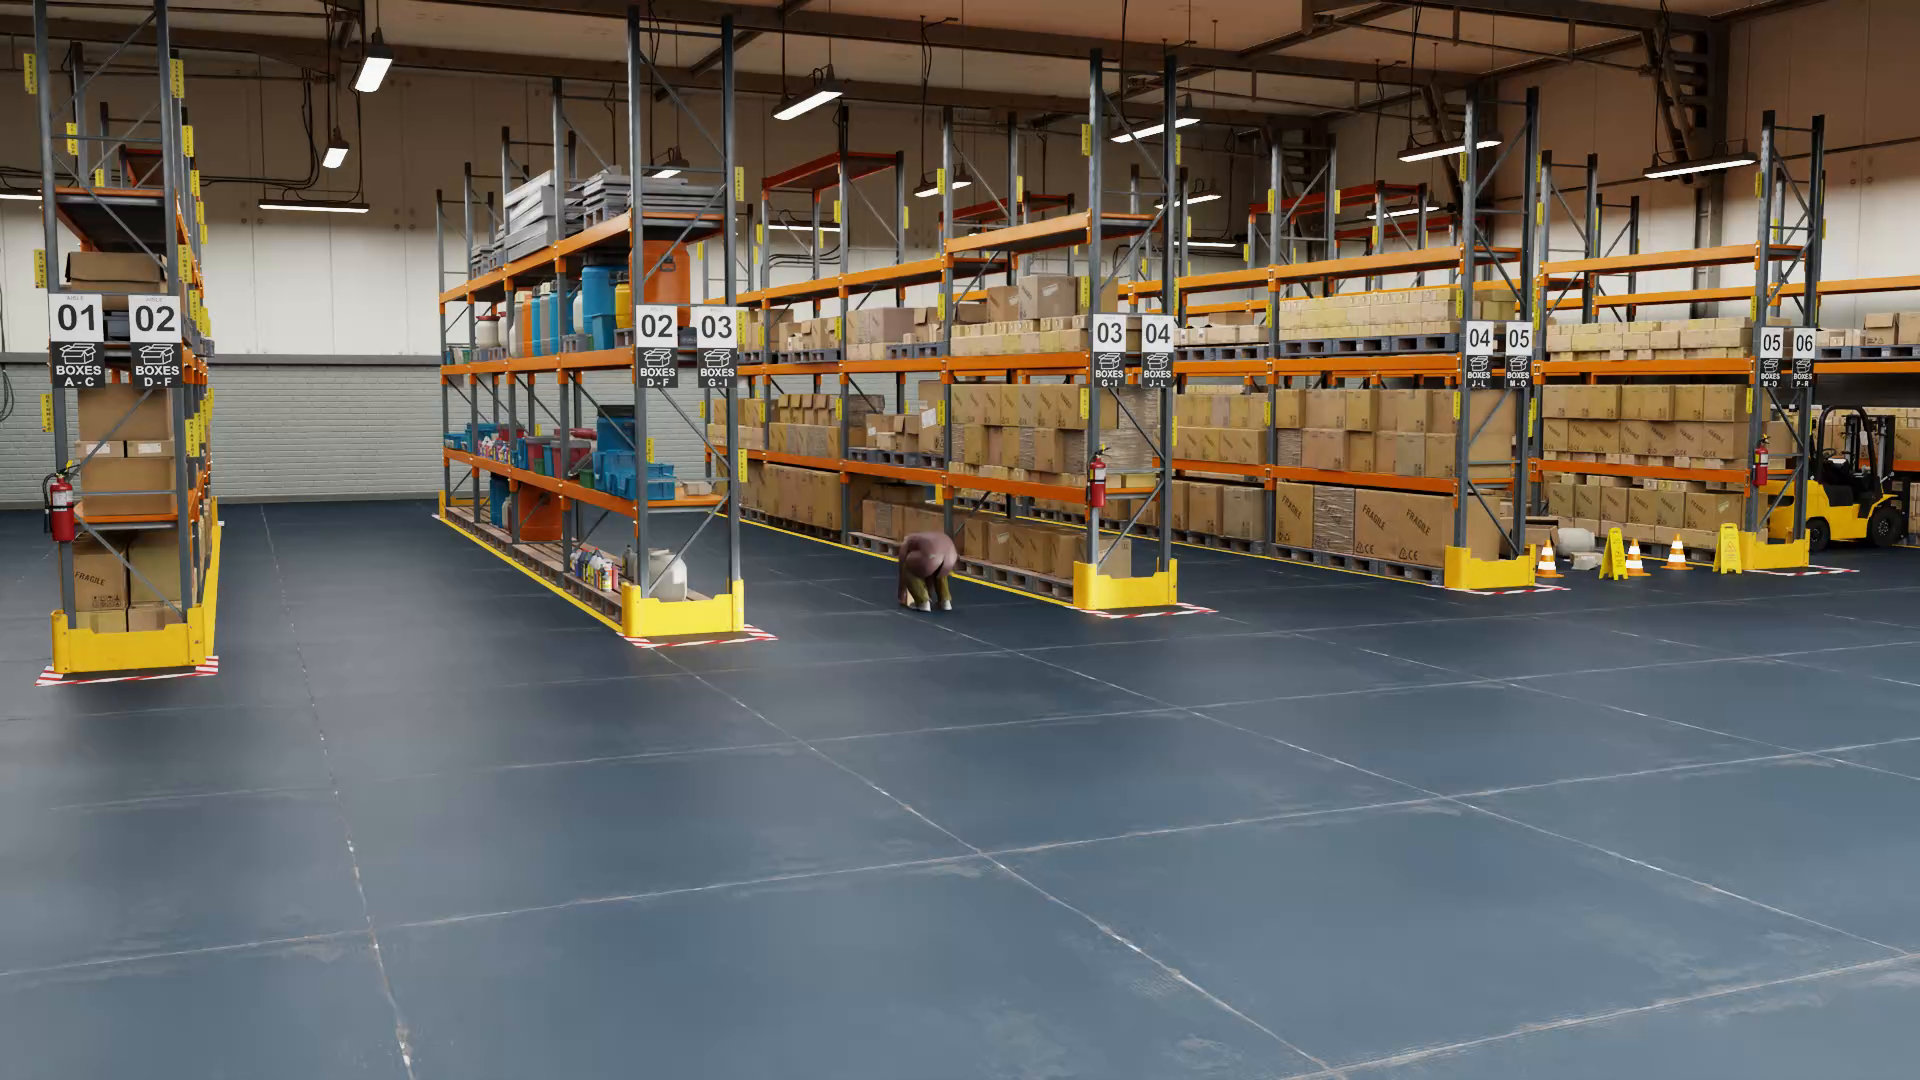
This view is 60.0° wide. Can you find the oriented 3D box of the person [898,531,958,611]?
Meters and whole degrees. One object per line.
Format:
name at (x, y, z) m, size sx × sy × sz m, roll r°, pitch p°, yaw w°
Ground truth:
person at (-0.379, 0.331, 18.236) m, size 0.589 × 0.873 × 0.955 m, roll -3°, pitch 6°, yaw -26°
